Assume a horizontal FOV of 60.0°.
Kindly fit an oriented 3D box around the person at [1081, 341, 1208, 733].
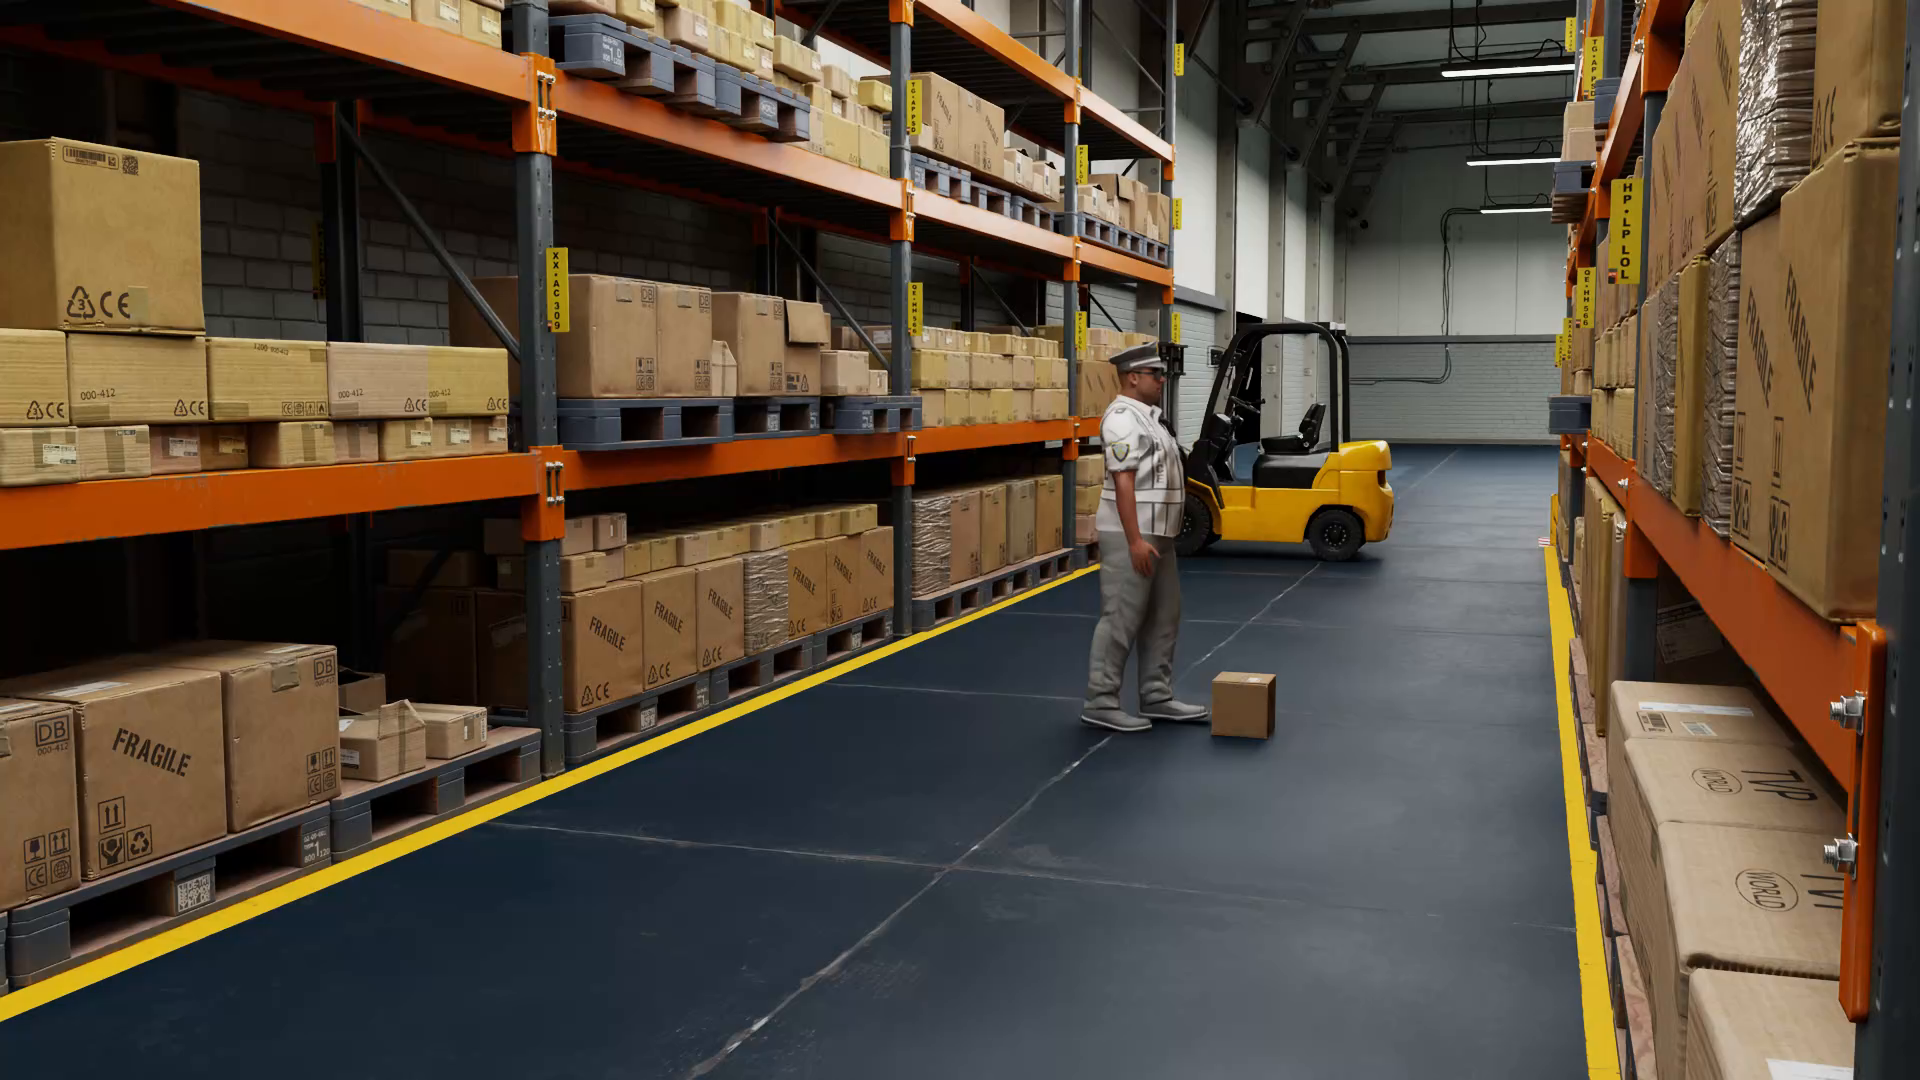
[{"bbox_3d":[0.861,-0.021,7.627,0.534,1.775,0.530,2,5,19],"label":"person"}]
